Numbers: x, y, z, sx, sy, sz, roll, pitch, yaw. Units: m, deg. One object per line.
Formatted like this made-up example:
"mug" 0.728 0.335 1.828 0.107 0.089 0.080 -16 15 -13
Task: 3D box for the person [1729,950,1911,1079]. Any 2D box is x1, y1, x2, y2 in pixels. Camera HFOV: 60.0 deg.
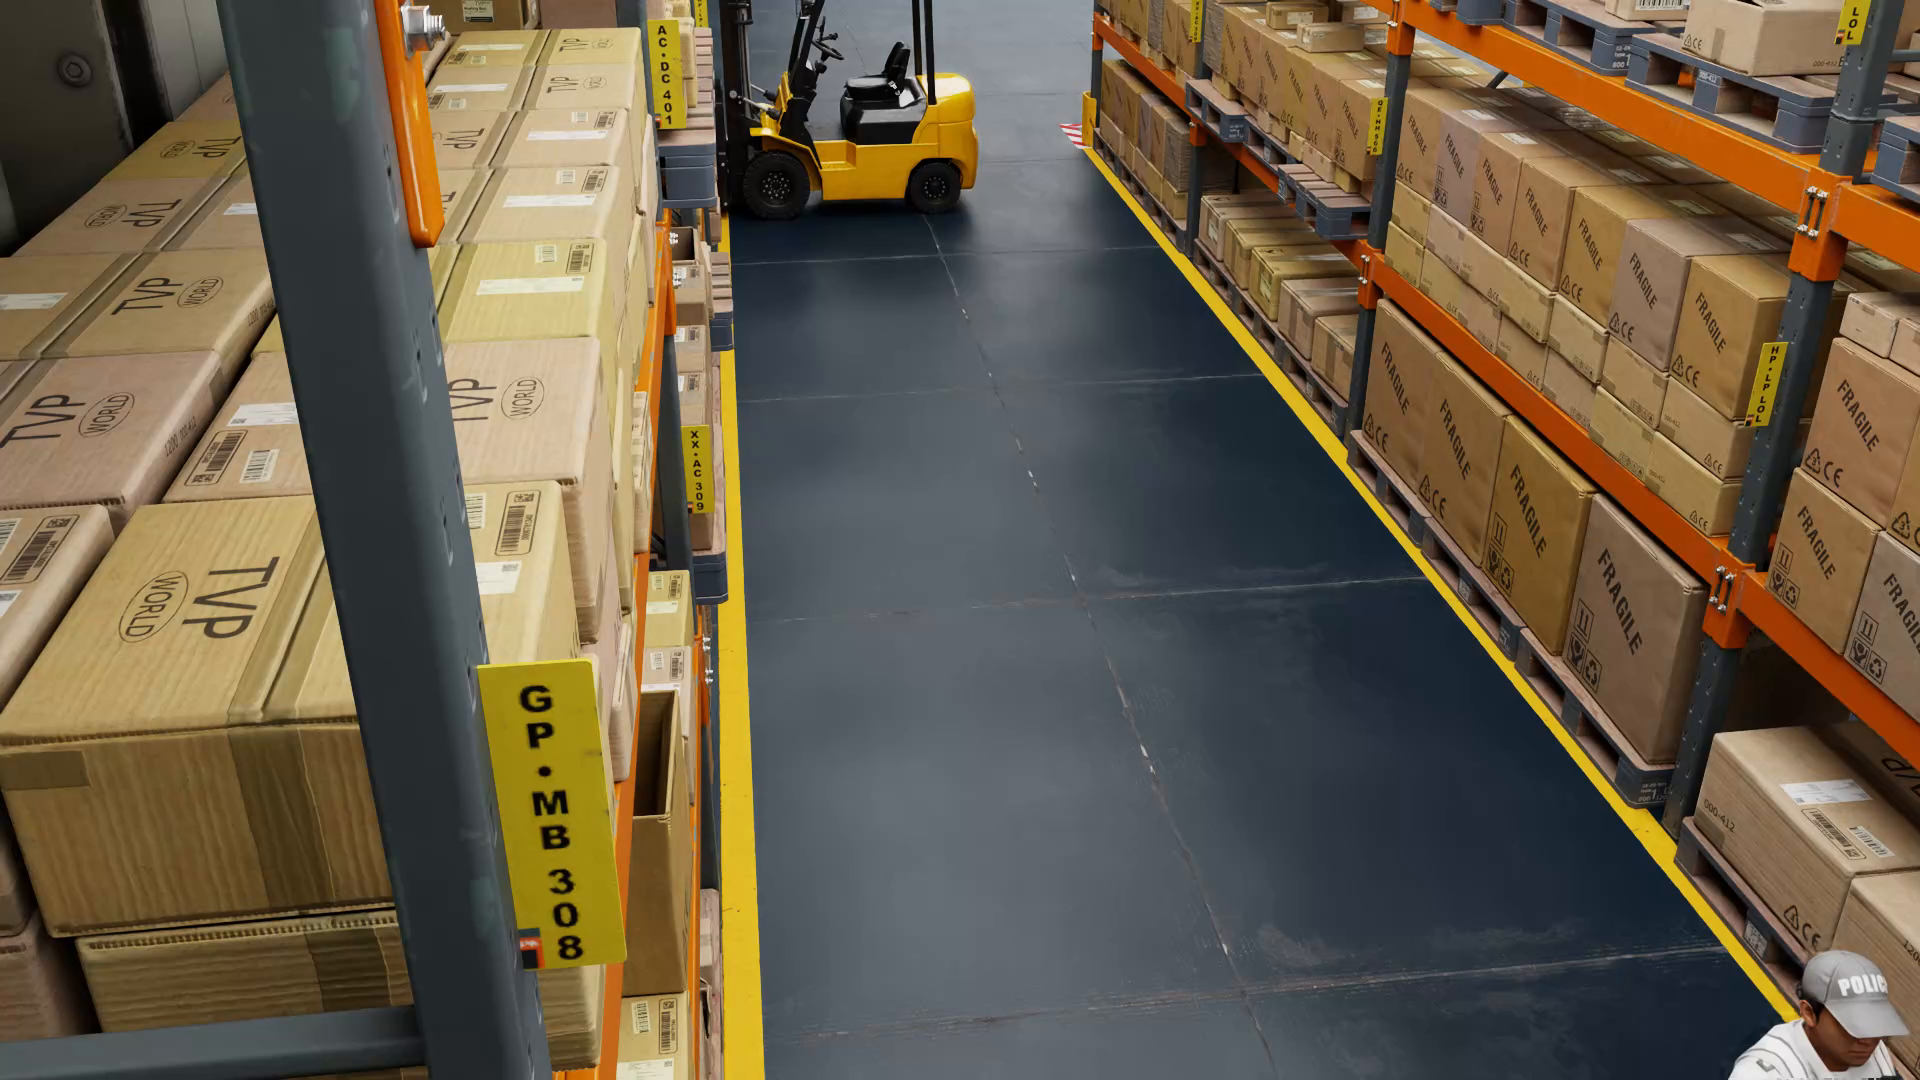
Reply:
"person" 2.092 1.720 4.271 0.500 1.627 0.828 -9 29 -17
